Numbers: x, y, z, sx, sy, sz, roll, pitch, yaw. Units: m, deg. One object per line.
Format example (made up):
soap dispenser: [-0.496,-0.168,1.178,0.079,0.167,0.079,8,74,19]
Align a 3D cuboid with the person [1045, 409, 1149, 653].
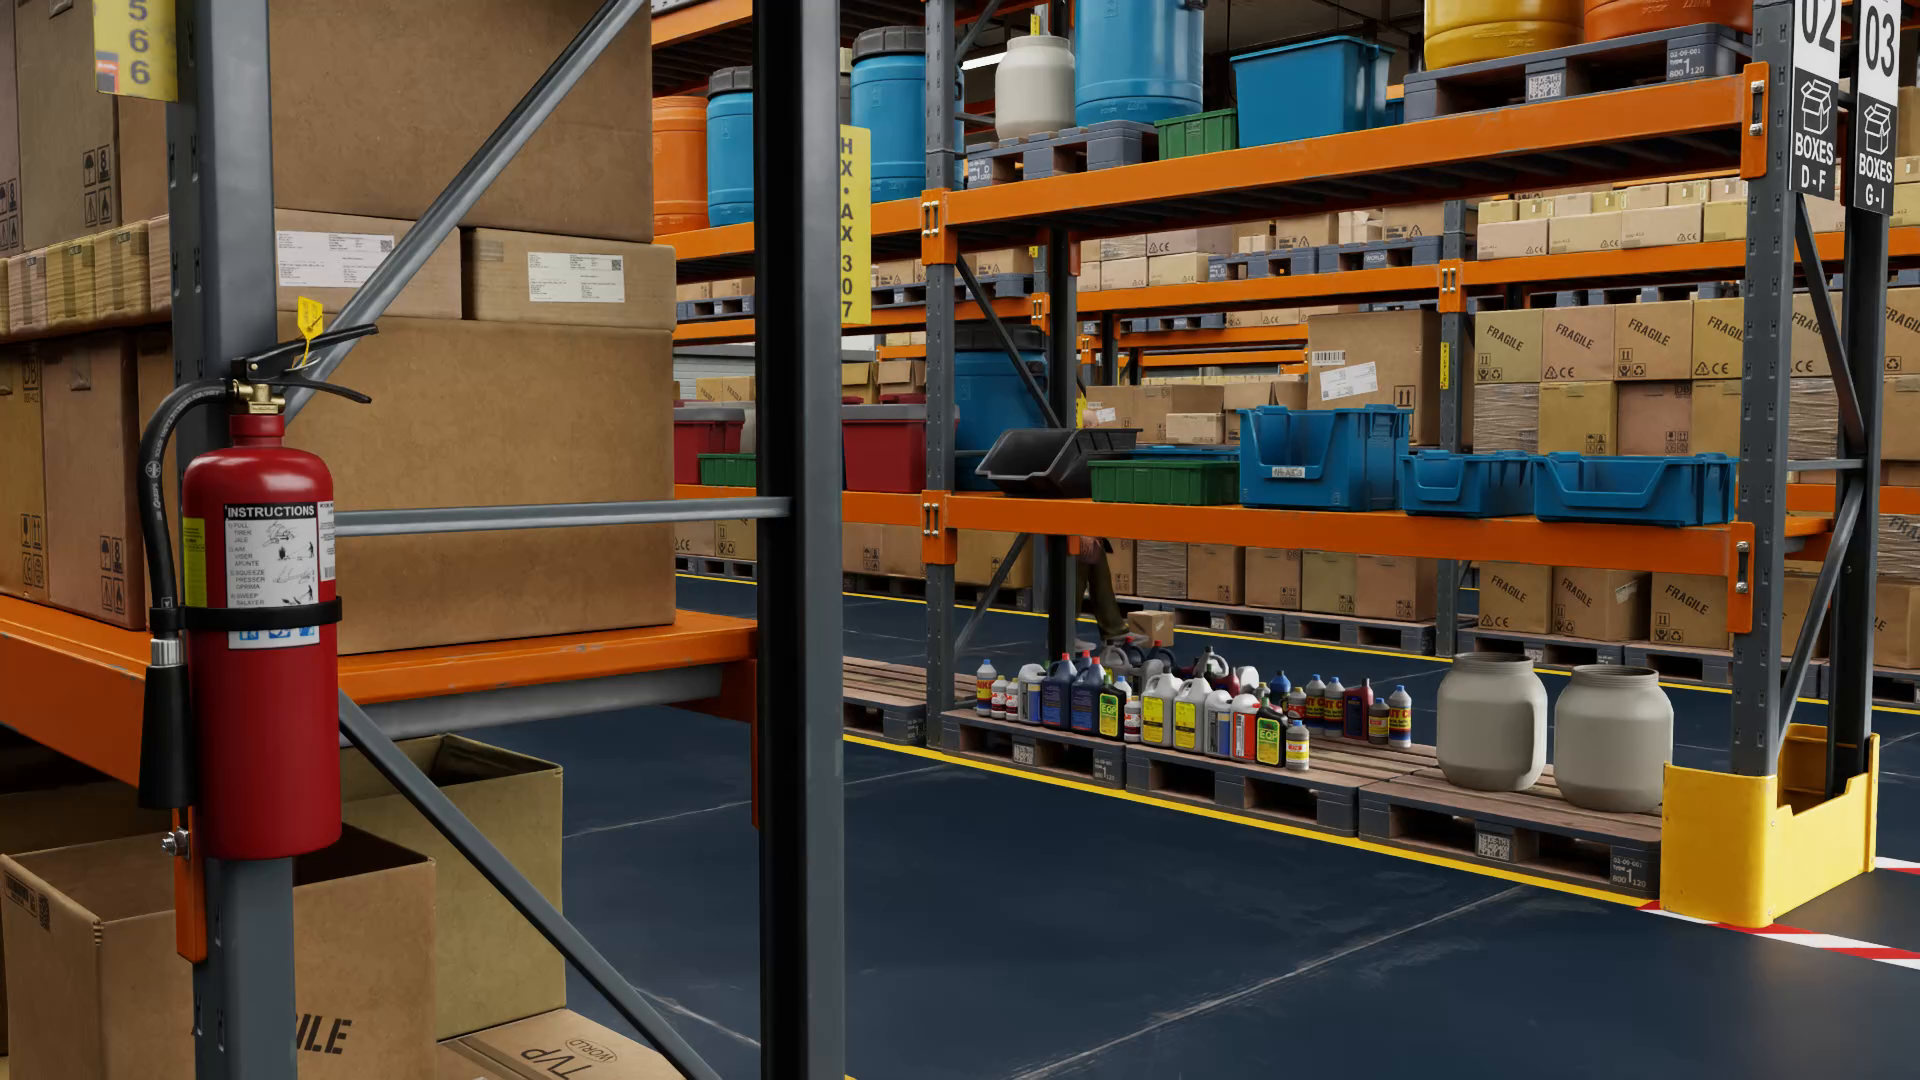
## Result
person: [1.013,-0.068,12.099,0.797,1.767,0.625,0,4,-5]
